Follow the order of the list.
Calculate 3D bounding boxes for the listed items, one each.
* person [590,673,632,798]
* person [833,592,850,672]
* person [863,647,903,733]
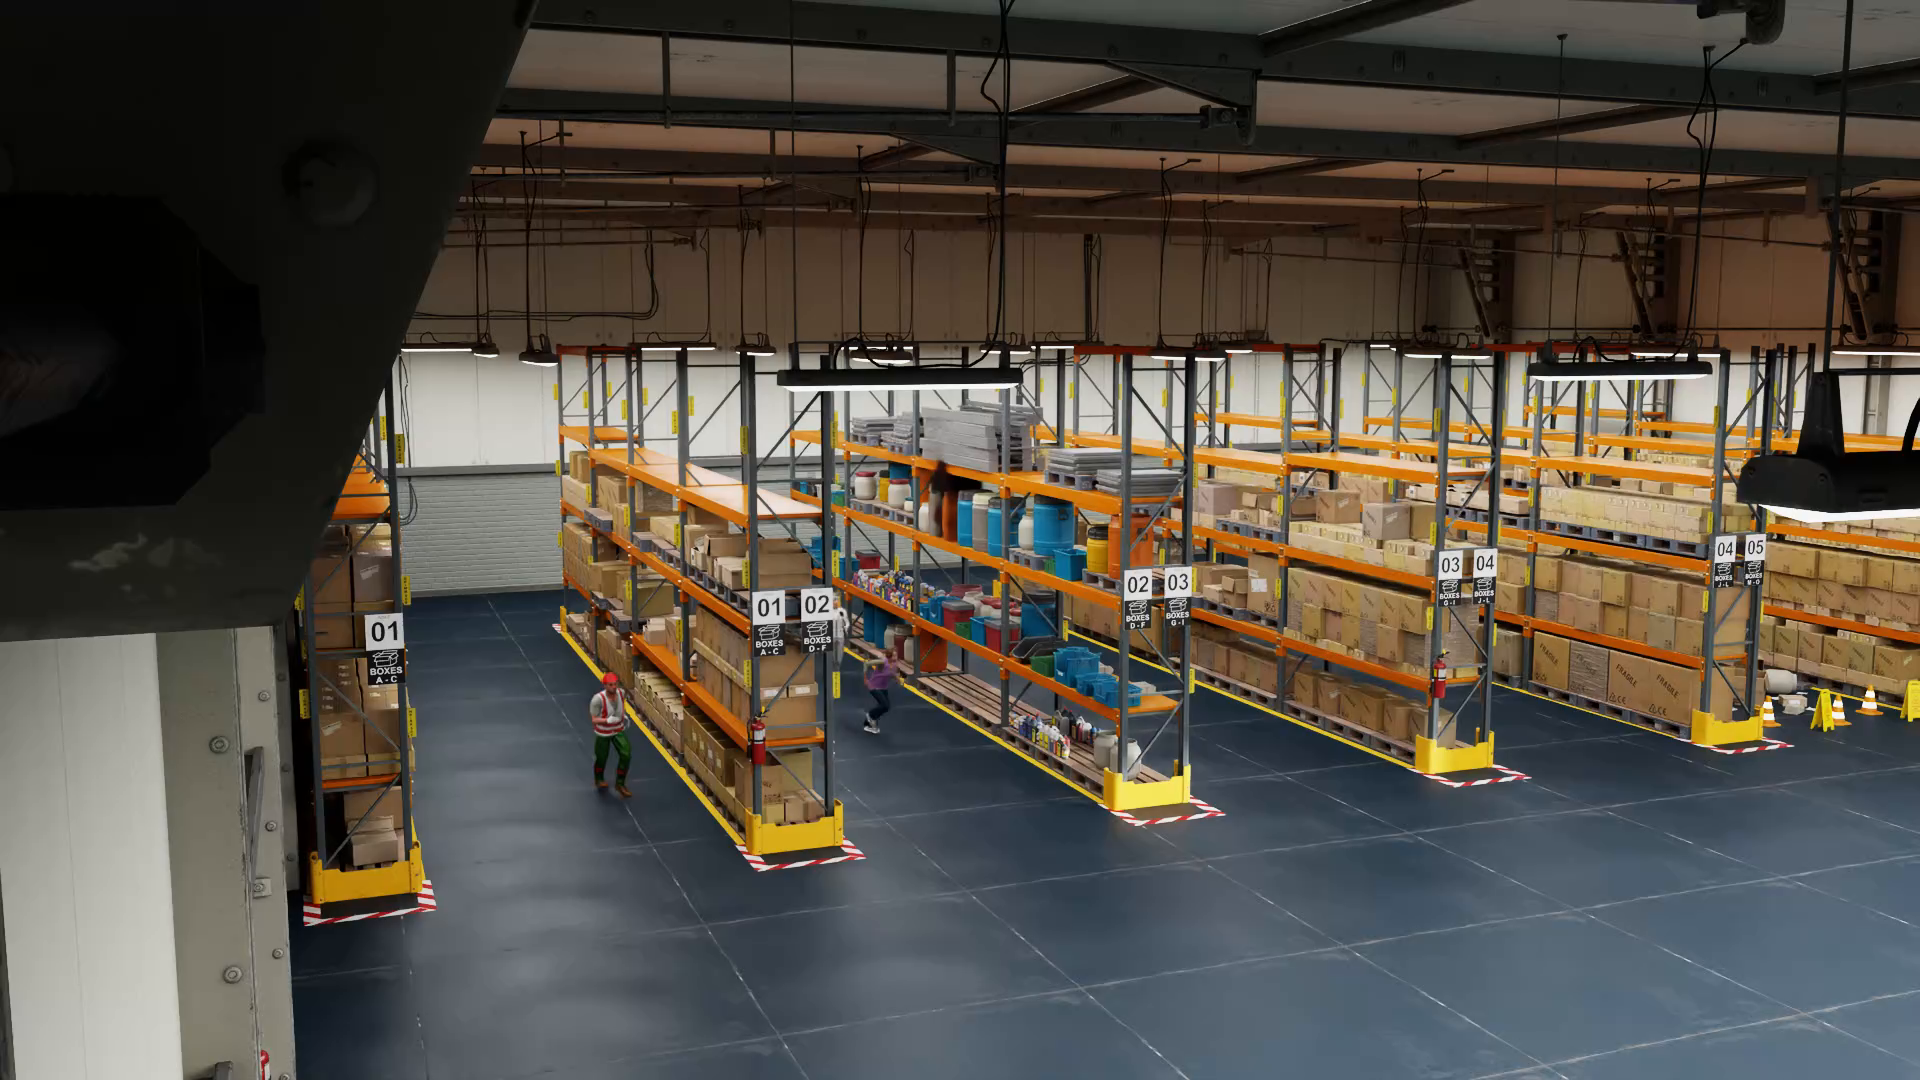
[{"bbox_3d":[-4.729,2.610,22.485,0.620,1.724,0.964,-4,8,-30],"label":"person"},{"bbox_3d":[-2.219,1.749,29.557,0.608,1.652,0.537,-2,8,-19],"label":"person"},{"bbox_3d":[-1.241,2.345,25.863,0.795,1.435,0.573,7,10,44],"label":"person"}]
